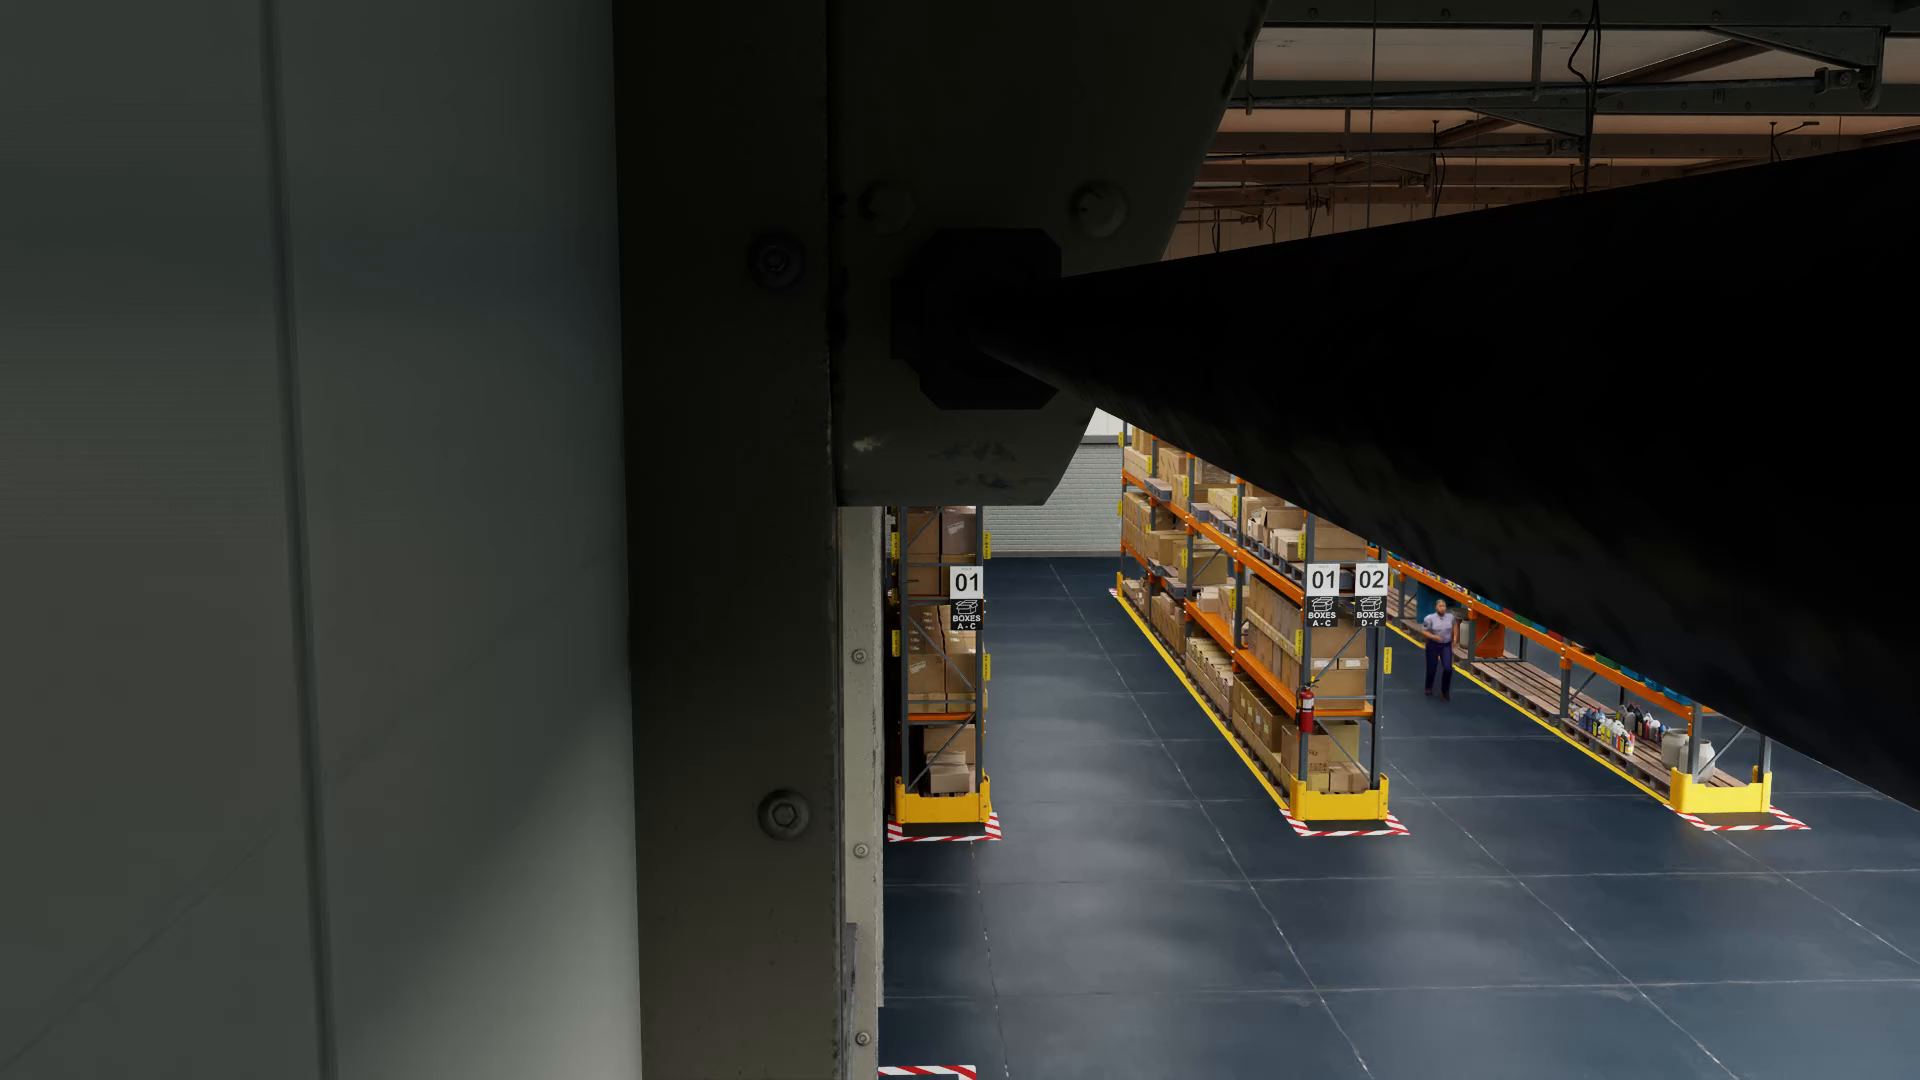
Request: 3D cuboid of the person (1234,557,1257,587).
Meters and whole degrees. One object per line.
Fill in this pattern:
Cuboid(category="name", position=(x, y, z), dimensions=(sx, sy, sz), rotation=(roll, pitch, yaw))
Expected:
Cuboid(category="person", position=(6.069, 0.576, 34.789), dimensions=(0.717, 1.807, 0.909), rotation=(-2, 8, -11))

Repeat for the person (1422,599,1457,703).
Cuboid(category="person", position=(7.719, 1.792, 26.754), dimensions=(0.617, 1.713, 0.717), rotation=(0, 8, 2))
